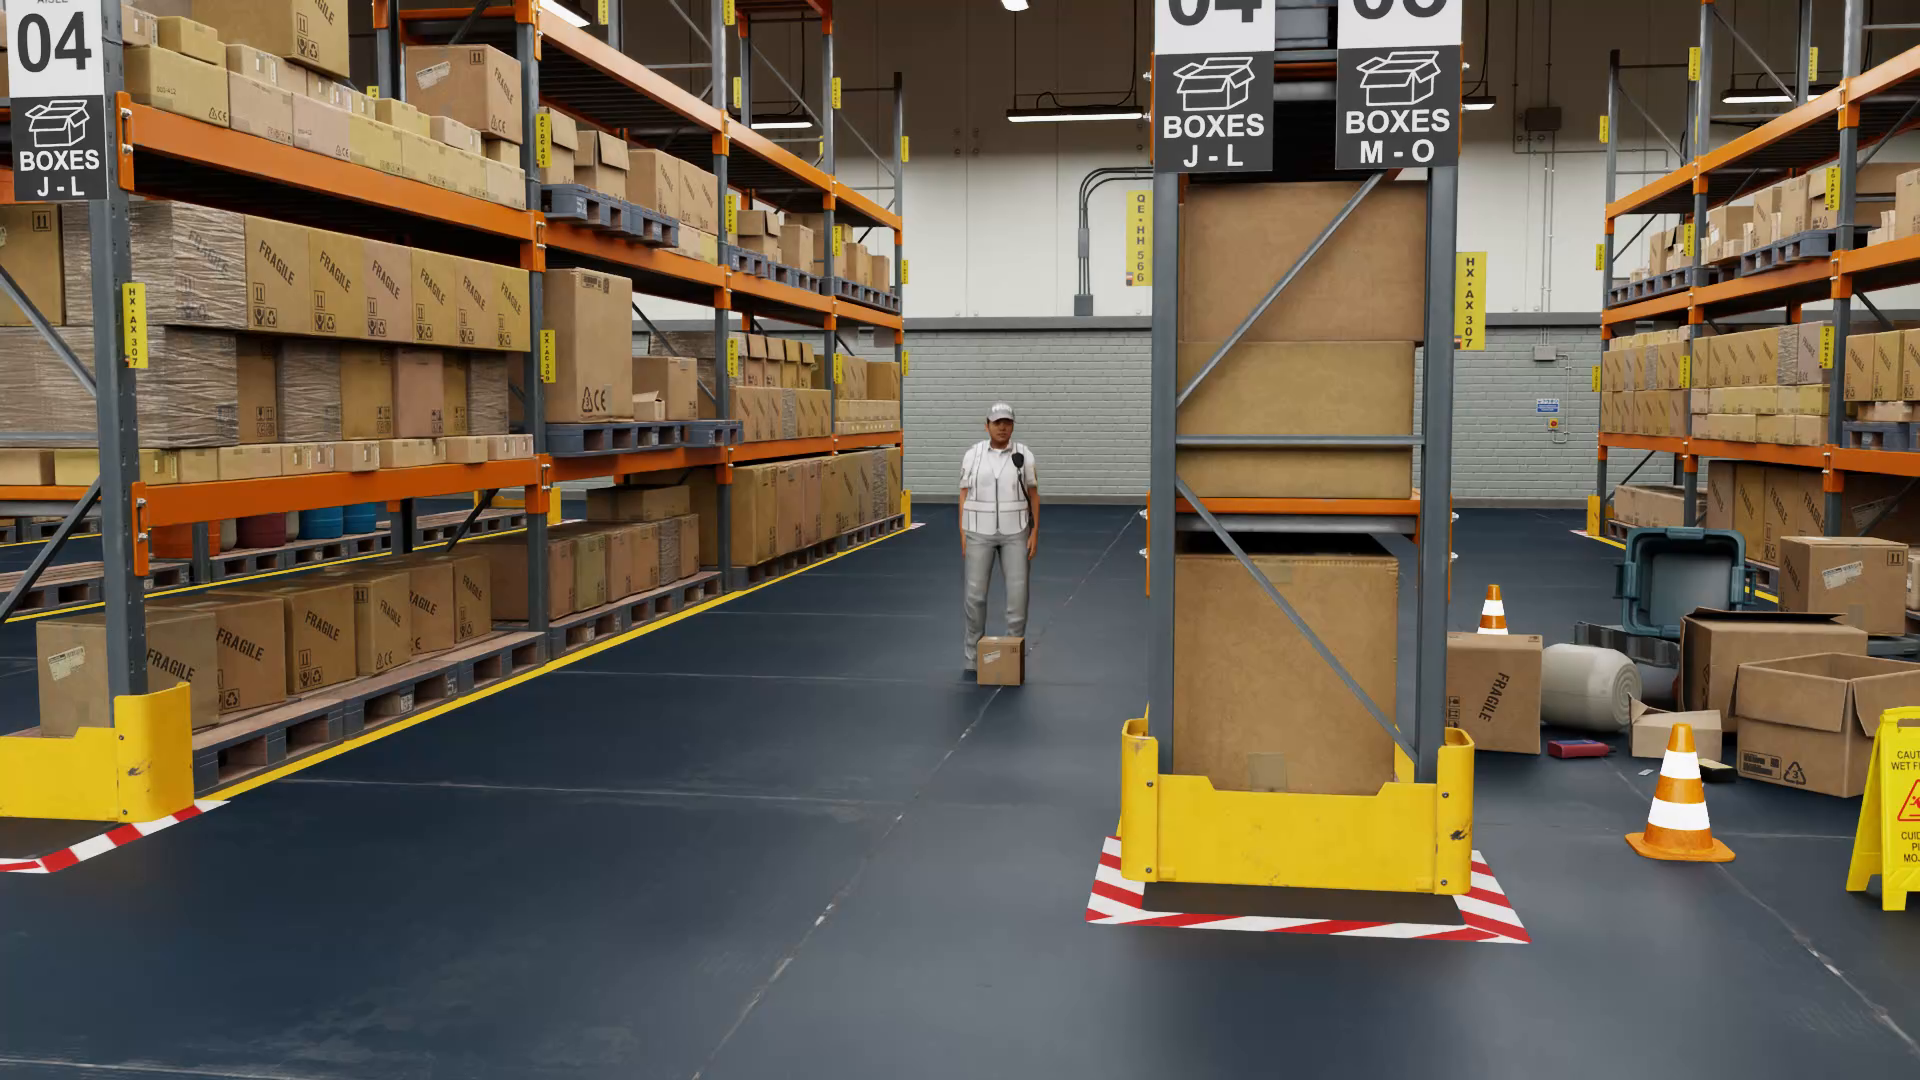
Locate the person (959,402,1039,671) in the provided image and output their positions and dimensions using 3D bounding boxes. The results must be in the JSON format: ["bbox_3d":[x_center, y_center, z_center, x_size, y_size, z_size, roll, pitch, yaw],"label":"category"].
[{"bbox_3d":[0.241,0.019,10.215,0.495,1.726,0.386,0,5,-1],"label":"person"}]
